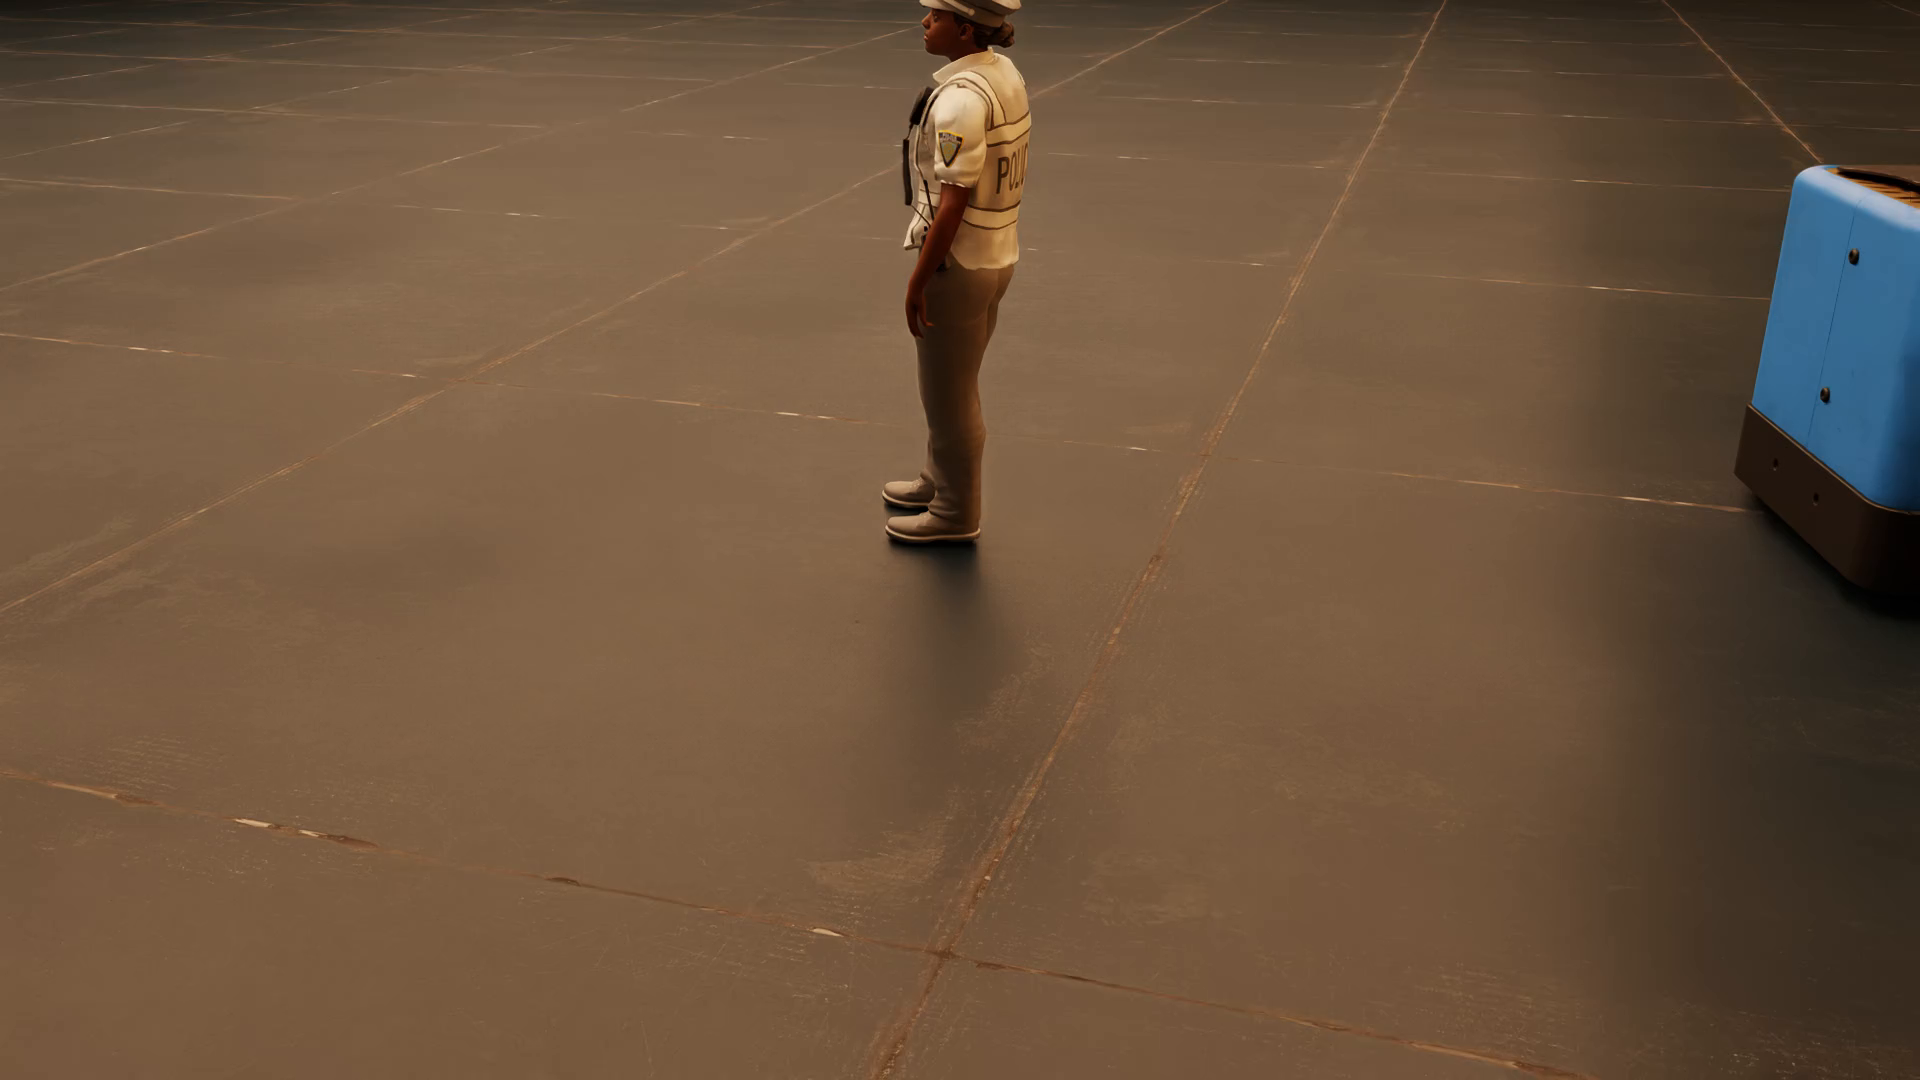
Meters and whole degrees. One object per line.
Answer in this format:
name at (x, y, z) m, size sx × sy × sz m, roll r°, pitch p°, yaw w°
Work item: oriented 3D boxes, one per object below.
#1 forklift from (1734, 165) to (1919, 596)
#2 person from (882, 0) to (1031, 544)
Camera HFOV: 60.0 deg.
forklift at (4.024, -1.303, 4.436) m, size 3.031 × 2.935 × 1.130 m, roll 1°, pitch 22°, yaw 3°
person at (-0.066, -0.806, 4.833) m, size 0.528 × 1.695 × 0.569 m, roll 7°, pitch 23°, yaw 16°
